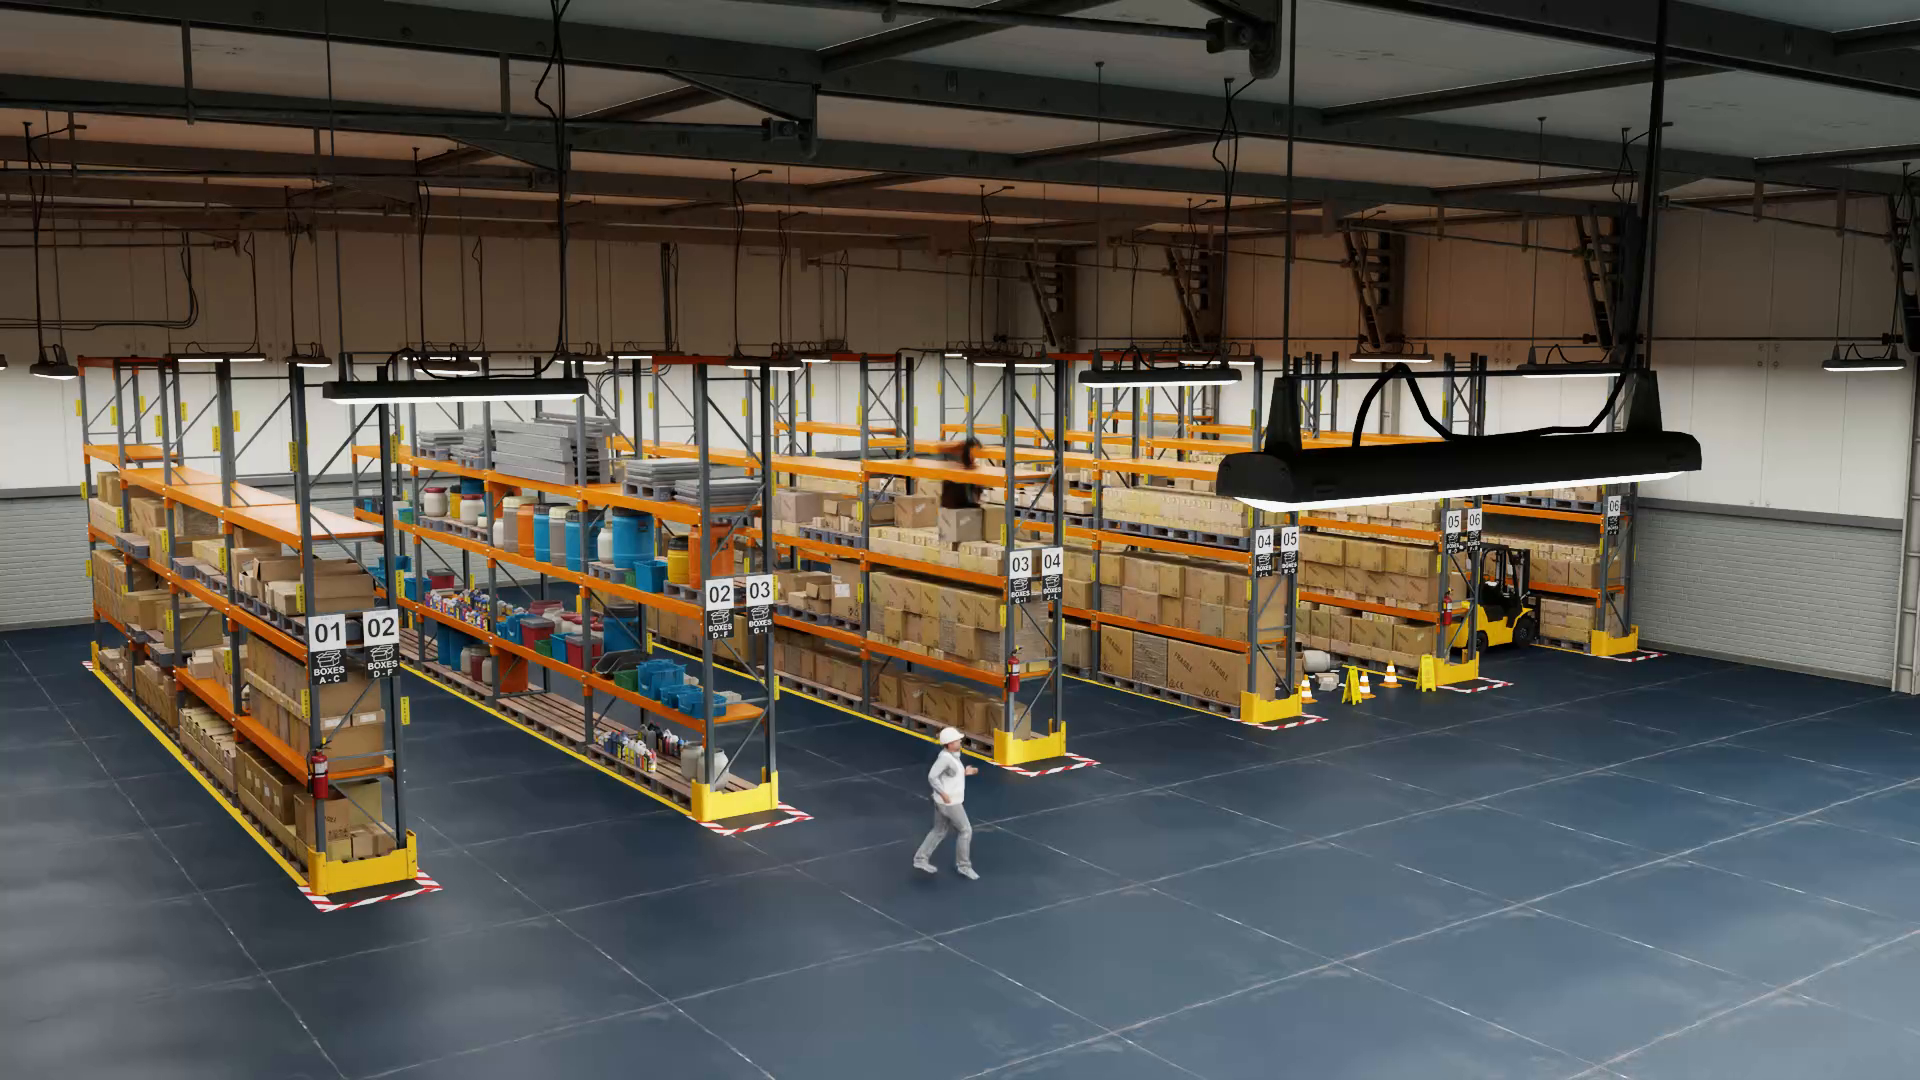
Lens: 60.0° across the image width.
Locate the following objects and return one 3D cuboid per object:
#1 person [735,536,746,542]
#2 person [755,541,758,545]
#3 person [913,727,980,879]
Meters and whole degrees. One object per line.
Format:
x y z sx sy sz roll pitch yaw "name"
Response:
-5.224 0.727 39.479 0.684 1.676 0.582 -1 7 -8 "person"
-4.771 0.824 38.509 0.607 1.679 0.892 -4 8 -33 "person"
-0.161 3.102 19.512 0.789 1.837 0.547 -1 7 -9 "person"
